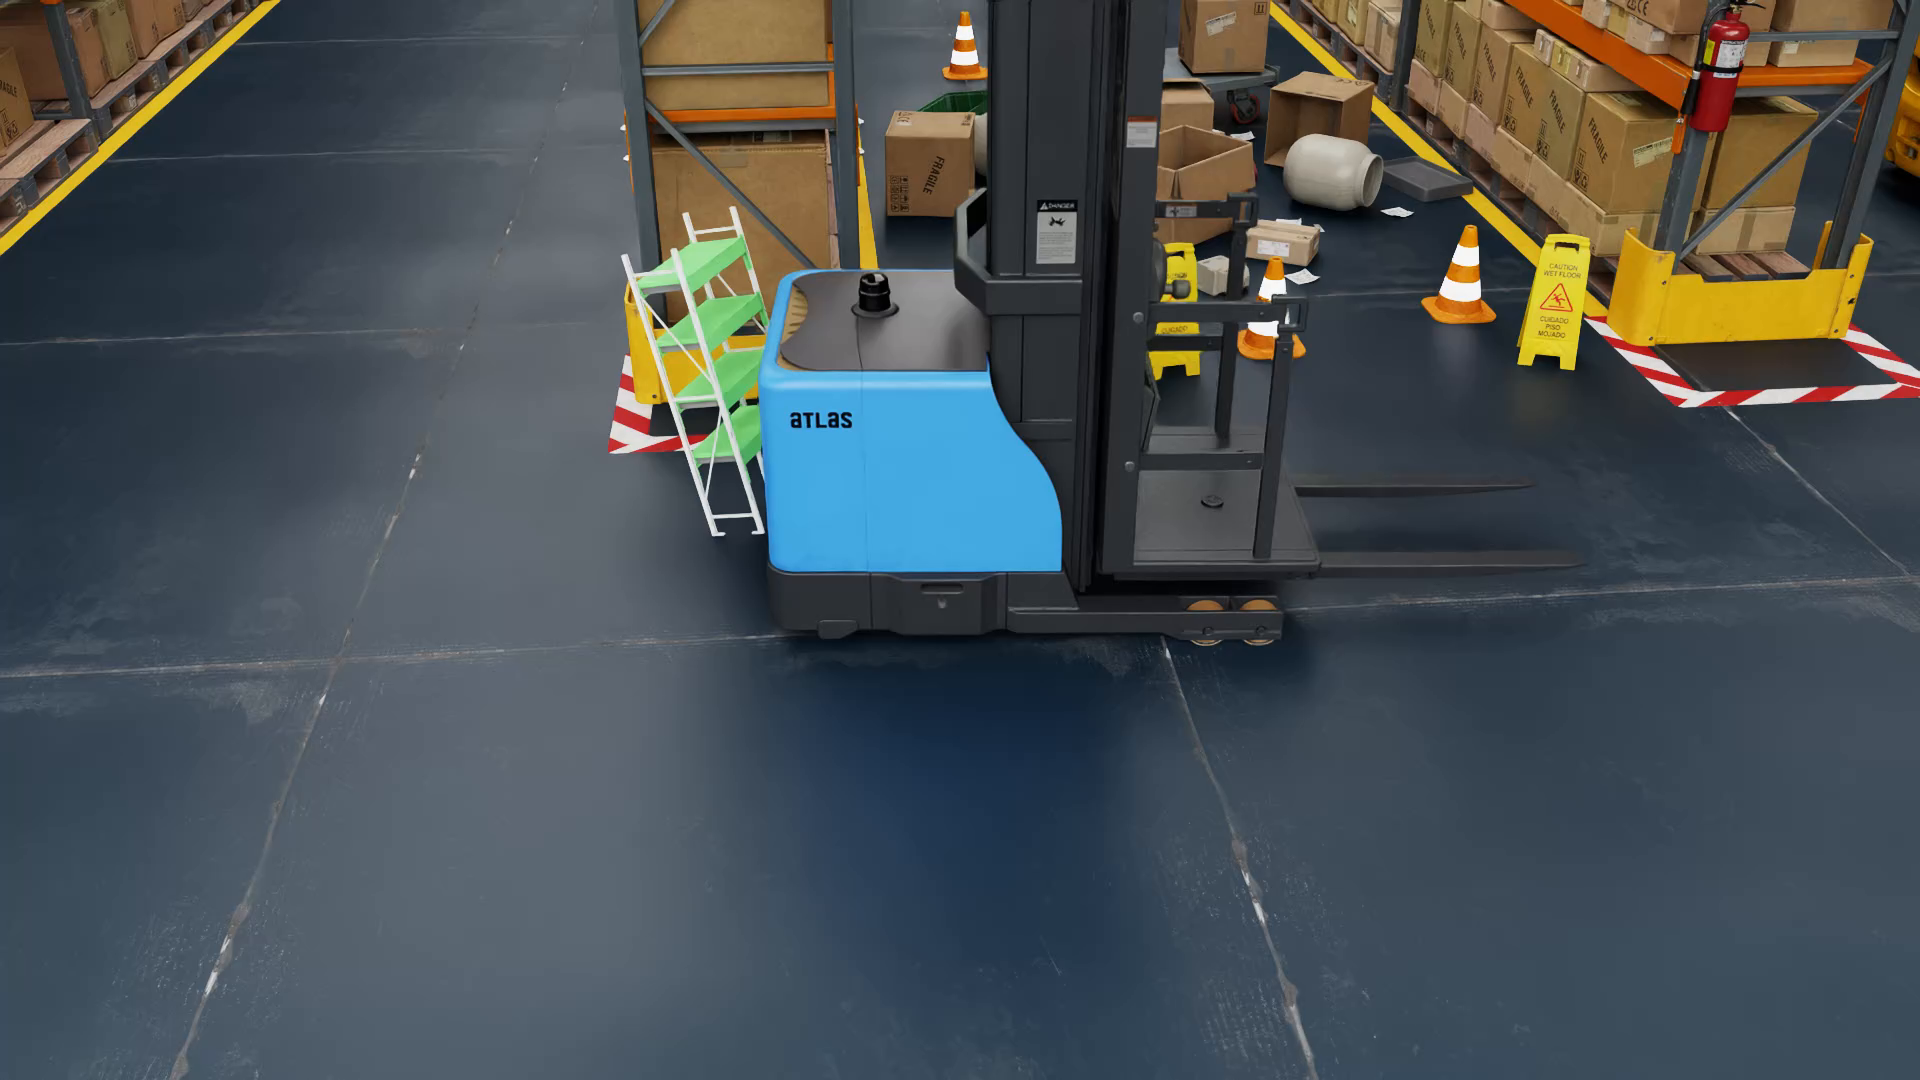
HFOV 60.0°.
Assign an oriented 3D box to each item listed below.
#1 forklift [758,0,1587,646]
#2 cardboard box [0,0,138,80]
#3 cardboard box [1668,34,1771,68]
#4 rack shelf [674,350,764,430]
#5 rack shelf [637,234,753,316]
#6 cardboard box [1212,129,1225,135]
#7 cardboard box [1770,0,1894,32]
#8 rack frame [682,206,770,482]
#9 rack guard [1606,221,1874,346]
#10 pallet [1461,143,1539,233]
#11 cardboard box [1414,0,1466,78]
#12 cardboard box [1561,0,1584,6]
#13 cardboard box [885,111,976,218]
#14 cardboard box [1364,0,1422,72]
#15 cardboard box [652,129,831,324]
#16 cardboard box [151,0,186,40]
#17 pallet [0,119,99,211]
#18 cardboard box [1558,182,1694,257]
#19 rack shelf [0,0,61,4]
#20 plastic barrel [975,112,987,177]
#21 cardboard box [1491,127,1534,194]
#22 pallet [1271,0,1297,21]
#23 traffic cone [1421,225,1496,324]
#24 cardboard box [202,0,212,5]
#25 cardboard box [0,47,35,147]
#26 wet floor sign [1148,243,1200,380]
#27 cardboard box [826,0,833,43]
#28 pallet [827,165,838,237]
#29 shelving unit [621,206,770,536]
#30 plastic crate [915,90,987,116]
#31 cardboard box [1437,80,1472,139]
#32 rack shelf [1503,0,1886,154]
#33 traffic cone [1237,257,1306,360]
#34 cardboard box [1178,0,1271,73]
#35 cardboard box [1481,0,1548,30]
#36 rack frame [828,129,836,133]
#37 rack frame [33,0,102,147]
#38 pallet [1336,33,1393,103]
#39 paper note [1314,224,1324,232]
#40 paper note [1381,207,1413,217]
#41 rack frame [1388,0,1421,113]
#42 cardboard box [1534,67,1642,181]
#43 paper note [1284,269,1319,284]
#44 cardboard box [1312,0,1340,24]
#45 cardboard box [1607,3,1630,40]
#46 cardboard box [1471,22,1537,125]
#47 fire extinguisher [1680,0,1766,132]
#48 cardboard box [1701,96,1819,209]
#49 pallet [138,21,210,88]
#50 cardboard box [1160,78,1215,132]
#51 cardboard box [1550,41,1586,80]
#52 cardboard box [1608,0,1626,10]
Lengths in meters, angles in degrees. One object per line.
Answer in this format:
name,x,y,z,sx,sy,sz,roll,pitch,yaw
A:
forklift,0.810,-1.143,5.805,3.031,2.935,1.130,0,31,0
cardboard box,-6.349,-3.582,11.830,0.700,0.500,0.500,-3,31,-5
cardboard box,3.705,-2.413,8.109,0.380,0.149,0.250,-2,31,-3
rack shelf,-0.932,-0.611,6.692,0.258,0.148,0.480,-2,28,24
rack shelf,-1.040,-1.032,6.487,0.258,0.148,0.480,-2,28,24
cardboard box,1.519,-2.689,10.994,0.396,0.266,0.258,27,40,37
cardboard box,4.185,-2.765,8.067,0.500,0.500,0.500,-3,31,-5
rack frame,-0.864,-0.785,6.862,0.240,1.200,0.015,-2,28,24
rack guard,3.946,-1.305,8.448,1.175,0.500,0.348,-3,31,-5
pallet,3.795,-2.219,10.260,1.003,0.211,1.213,-3,31,-5
cardboard box,3.366,-3.390,11.040,0.500,0.500,0.500,-1,31,-2
cardboard box,3.516,-3.062,9.197,0.380,0.149,0.250,-3,31,-5
cardboard box,-0.173,-2.278,10.073,0.500,0.500,0.500,2,31,4
cardboard box,3.528,-3.702,12.175,0.950,0.372,0.625,-2,31,-4
cardboard box,-1.095,-1.662,8.270,0.875,0.875,0.875,-3,31,-4
cardboard box,-6.454,-4.152,12.785,0.700,0.500,0.500,0,31,0
pallet,-6.189,-2.369,10.510,1.003,0.211,1.213,-3,31,-5
cardboard box,3.608,-1.752,9.029,0.500,0.250,0.500,-3,31,-5
rack shelf,-6.100,-2.577,8.841,1.077,0.370,4.000,-3,31,-5
plastic barrel,0.294,-2.481,10.492,0.512,0.421,0.421,20,36,29
cardboard box,3.515,-2.271,9.899,0.500,0.250,0.500,-4,31,-6
pallet,3.277,-4.828,14.627,1.003,0.211,1.213,-3,31,-5
traffic cone,2.629,-1.408,8.657,0.336,0.463,0.334,-3,31,-5
cardboard box,-6.578,-4.724,13.742,0.700,0.500,0.500,-4,31,-7
cardboard box,-6.289,-2.808,10.554,0.500,0.500,0.500,-4,31,-6
wet floor sign,1.008,-1.120,7.996,0.267,0.644,0.232,-8,32,-13
cardboard box,-1.046,-2.874,8.491,0.875,0.550,0.550,-3,31,-5
pallet,-1.229,-1.880,9.691,1.003,0.211,1.213,-3,31,-5
shelving unit,-0.947,-0.667,6.664,0.258,1.200,0.503,-2,28,24
plastic crate,-0.019,-2.885,11.340,0.450,0.188,0.662,4,30,26
cardboard box,3.427,-2.796,10.777,0.500,0.250,0.500,-1,31,-2
rack shelf,3.766,-3.052,9.636,1.077,0.370,4.000,-3,31,-5
traffic cone,1.555,-1.182,8.277,0.336,0.463,0.334,-3,31,-5
cardboard box,1.810,-3.533,11.439,0.500,0.500,0.500,-3,31,-5
cardboard box,3.396,-3.202,10.093,0.380,0.149,0.250,-1,31,-2
rack frame,-1.339,-4.093,10.678,1.000,3.000,0.127,-3,31,-5
rack frame,-6.287,-3.907,10.366,1.000,3.000,0.127,-3,31,-5
pallet,3.505,-3.582,12.541,1.003,0.211,1.213,-3,31,-5
paper note,2.122,-1.844,9.827,0.032,0.001,0.123,-3,31,-5
paper note,2.645,-1.986,10.045,0.142,0.019,0.148,-14,33,-22
rack frame,3.580,-4.382,11.161,1.000,3.000,0.127,-3,31,-5
cardboard box,3.567,-2.324,9.257,0.500,0.500,0.500,-2,31,-3
paper note,1.883,-1.452,9.152,0.148,0.019,0.142,-14,33,-22
cardboard box,3.391,-4.424,13.384,0.950,0.372,0.625,-2,31,-3
cardboard box,3.569,-2.669,8.537,0.380,0.149,0.250,-3,31,-5
cardboard box,3.474,-2.852,10.140,0.500,0.500,0.500,-1,31,-2
fire extinguisher,3.505,-2.226,7.627,0.296,0.674,0.183,-3,31,-5
cardboard box,4.151,-2.099,8.879,0.500,0.500,0.500,-4,31,-6
pallet,-6.478,-3.732,12.792,1.003,0.211,1.213,-3,31,-5
cardboard box,1.173,-2.579,10.444,0.797,0.637,0.503,-3,31,-5
cardboard box,3.497,-2.649,9.168,0.380,0.149,0.250,-2,31,-4
cardboard box,3.586,-3.030,8.510,0.500,0.500,0.500,-3,31,-4
